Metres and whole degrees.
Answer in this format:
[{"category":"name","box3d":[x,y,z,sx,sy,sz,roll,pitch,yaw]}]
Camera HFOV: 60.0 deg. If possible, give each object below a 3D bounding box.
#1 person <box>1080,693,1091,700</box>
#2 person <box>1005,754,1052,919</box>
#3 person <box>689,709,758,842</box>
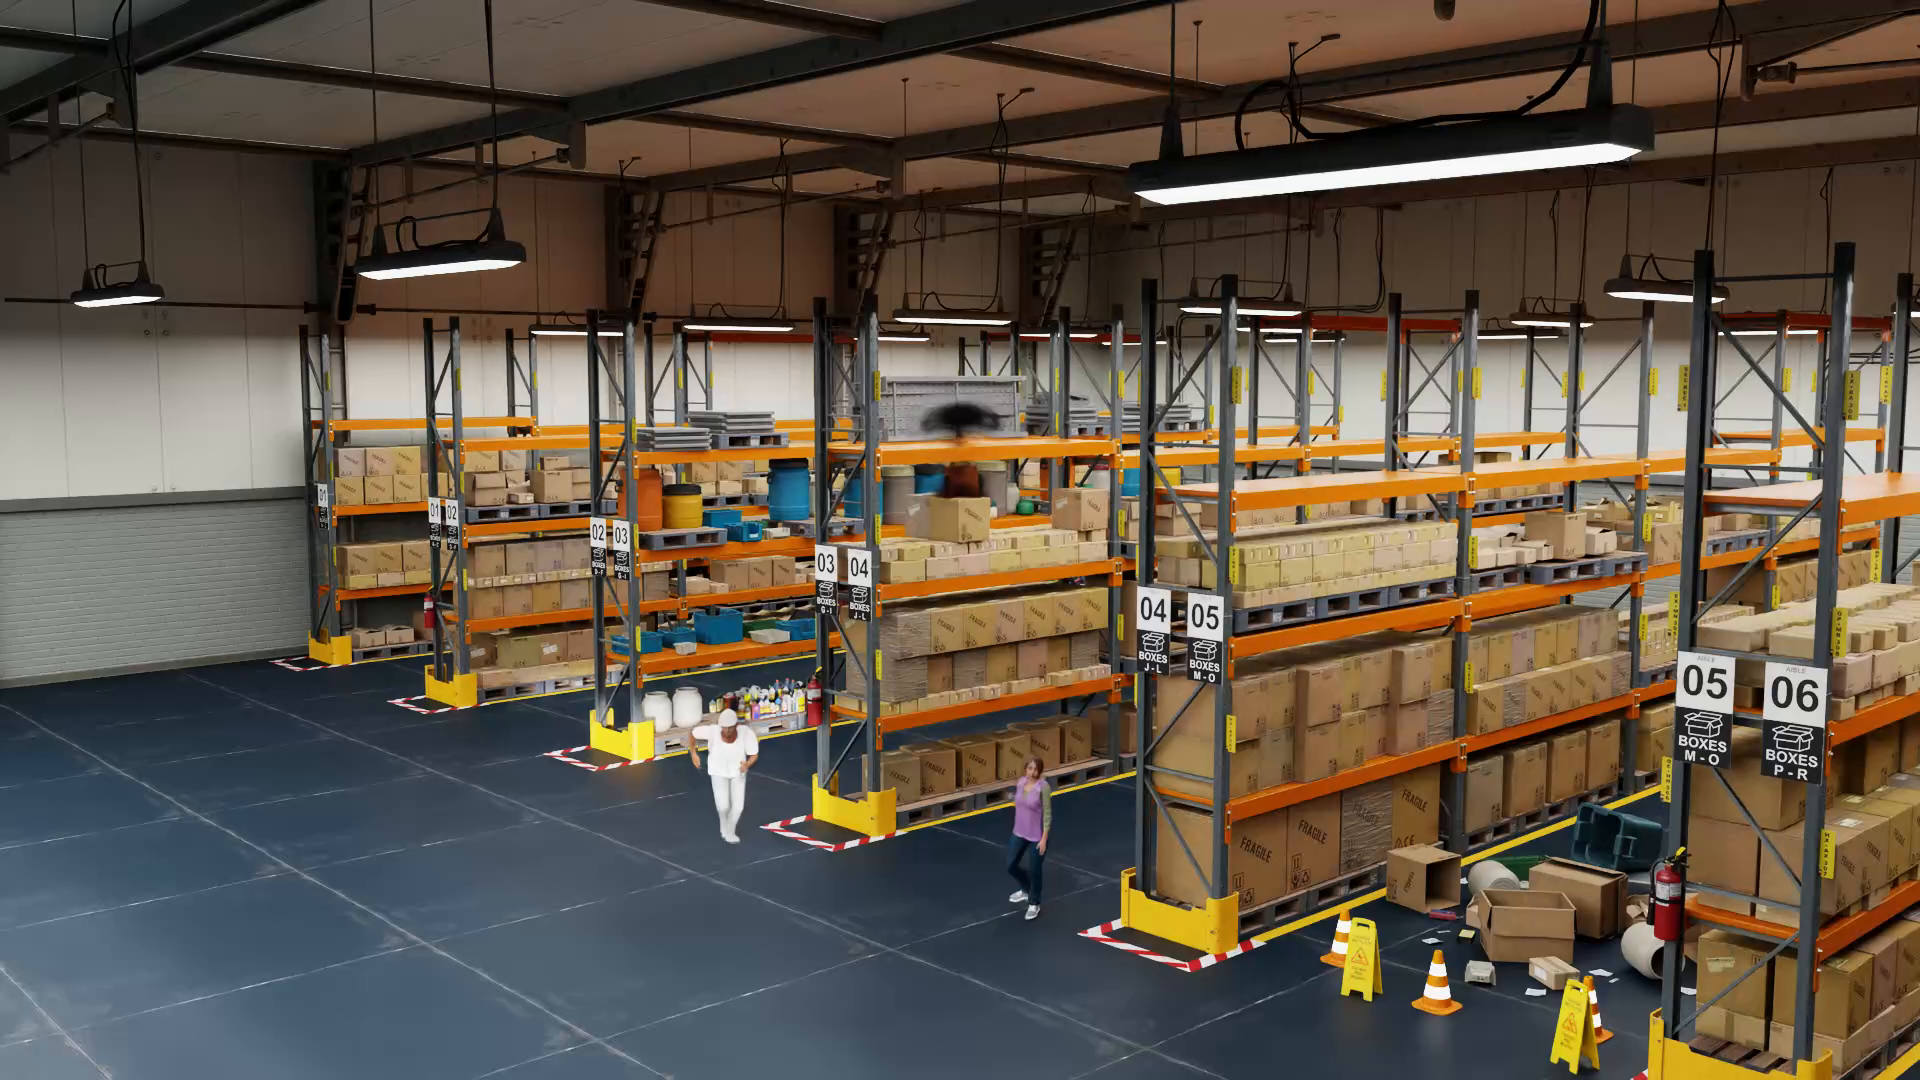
[{"category":"person","box3d":[1.788,1.796,25.935,0.720,1.490,1.055,3,6,25]},{"category":"person","box3d":[0.657,2.790,15.720,0.552,1.595,0.419,4,7,35]},{"category":"person","box3d":[-2.554,2.563,17.988,0.738,1.578,0.860,-1,6,-11]}]
